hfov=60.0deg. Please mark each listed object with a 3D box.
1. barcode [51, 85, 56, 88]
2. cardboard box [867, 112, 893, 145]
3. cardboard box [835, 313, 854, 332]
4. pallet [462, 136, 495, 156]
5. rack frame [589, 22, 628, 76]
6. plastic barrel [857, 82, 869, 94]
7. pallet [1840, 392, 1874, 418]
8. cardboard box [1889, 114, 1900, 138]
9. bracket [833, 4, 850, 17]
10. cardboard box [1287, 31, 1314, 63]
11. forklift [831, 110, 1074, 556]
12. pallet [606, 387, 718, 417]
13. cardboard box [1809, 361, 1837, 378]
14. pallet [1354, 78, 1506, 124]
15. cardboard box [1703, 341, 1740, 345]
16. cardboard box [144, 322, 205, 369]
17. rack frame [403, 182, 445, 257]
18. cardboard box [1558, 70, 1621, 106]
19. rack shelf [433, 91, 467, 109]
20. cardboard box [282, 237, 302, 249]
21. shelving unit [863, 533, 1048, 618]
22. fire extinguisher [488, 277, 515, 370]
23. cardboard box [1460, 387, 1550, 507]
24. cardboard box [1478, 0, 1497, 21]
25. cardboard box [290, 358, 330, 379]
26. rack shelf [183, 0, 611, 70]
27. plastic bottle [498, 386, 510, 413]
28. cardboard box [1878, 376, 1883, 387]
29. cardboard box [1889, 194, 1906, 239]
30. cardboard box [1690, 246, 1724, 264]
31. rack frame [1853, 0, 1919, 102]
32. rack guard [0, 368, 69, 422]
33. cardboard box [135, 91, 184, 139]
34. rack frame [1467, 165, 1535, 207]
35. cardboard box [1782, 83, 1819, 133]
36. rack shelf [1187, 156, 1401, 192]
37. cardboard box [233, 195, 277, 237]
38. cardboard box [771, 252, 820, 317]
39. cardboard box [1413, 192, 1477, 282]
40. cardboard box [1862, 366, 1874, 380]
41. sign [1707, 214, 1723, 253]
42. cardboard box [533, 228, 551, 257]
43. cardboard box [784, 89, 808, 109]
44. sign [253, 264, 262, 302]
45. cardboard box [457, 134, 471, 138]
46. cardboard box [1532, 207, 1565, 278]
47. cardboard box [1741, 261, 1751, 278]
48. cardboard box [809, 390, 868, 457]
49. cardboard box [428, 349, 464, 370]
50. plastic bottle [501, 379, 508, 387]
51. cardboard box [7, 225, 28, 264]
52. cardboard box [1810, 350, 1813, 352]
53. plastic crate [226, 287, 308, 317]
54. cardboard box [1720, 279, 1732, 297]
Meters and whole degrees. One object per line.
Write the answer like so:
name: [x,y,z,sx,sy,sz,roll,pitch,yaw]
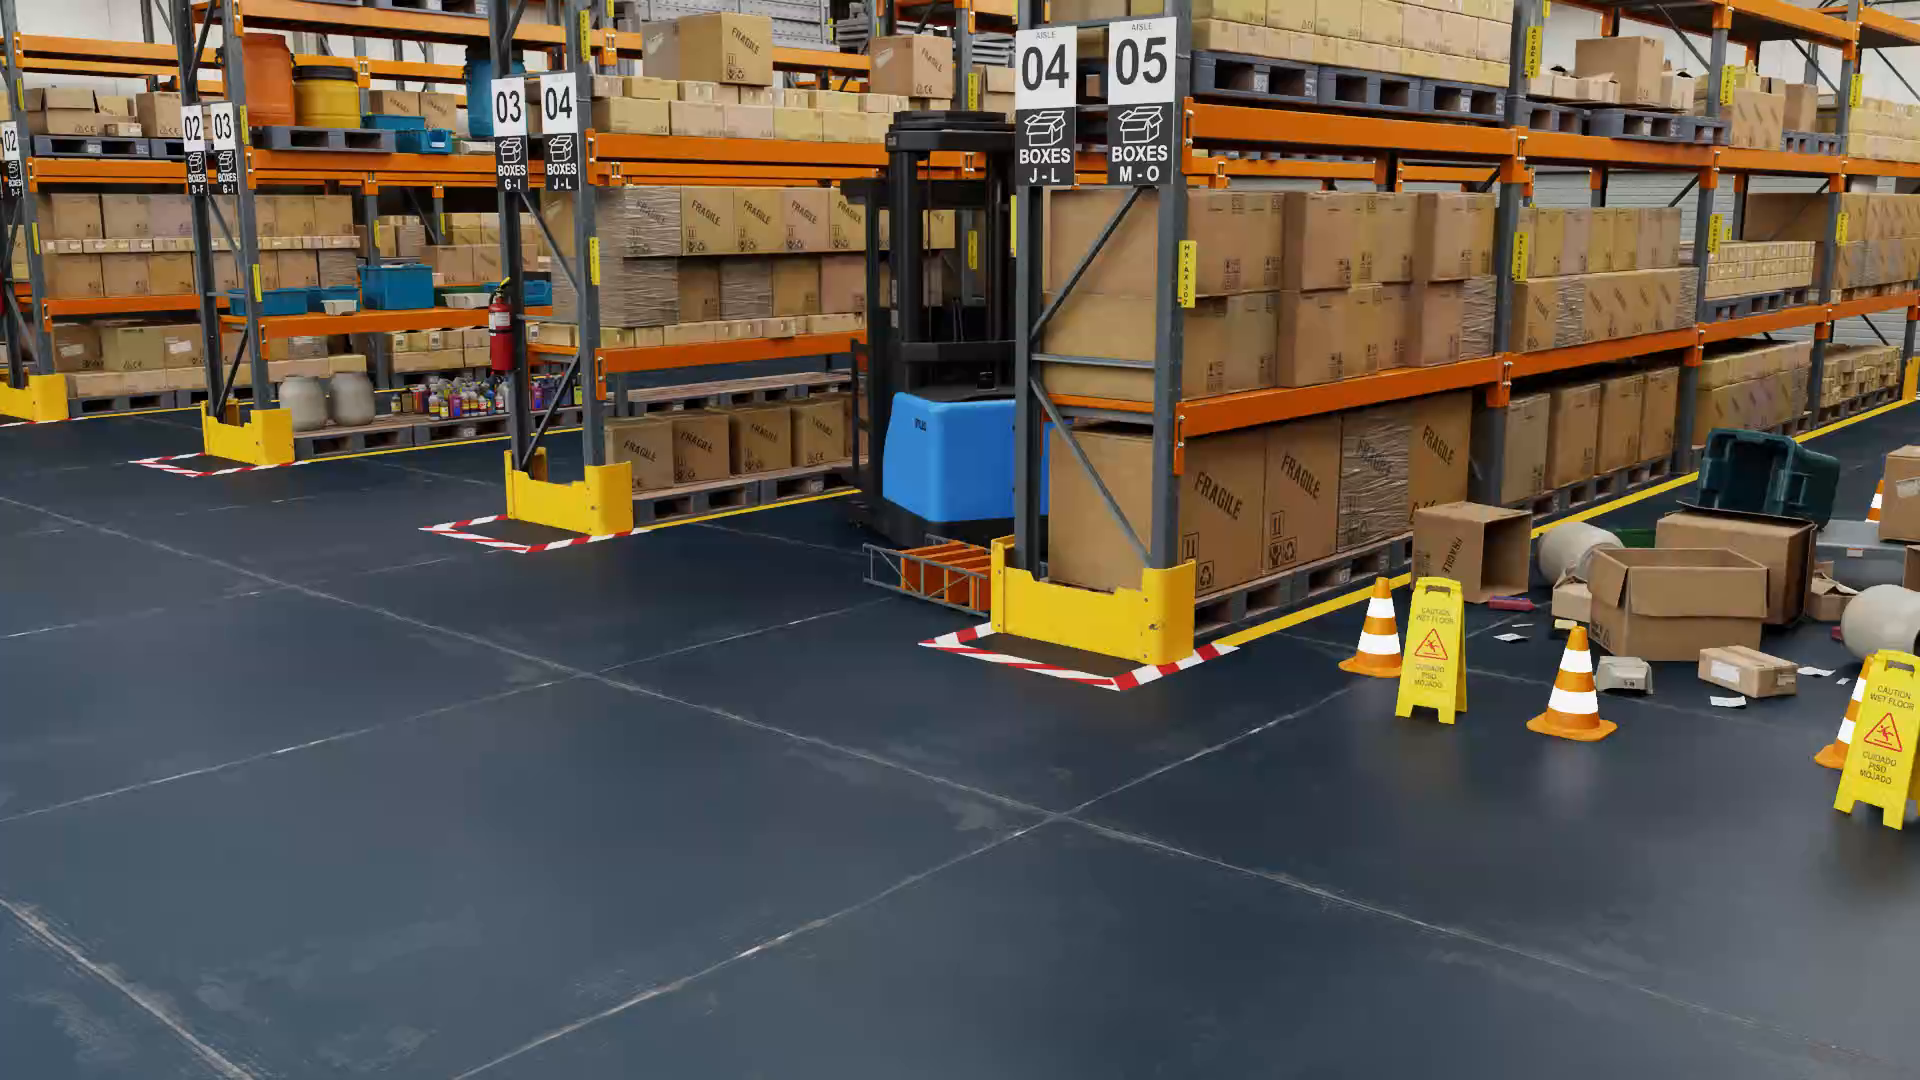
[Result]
barcode: [-12.709,-6.348,23.325,0.001,0.075,0.075,10,15,40]
cardboard box: [-0.764,-3.394,13.769,0.500,0.250,0.500,10,15,42]
cardboard box: [-1.090,-1.802,13.718,0.380,0.149,0.250,10,15,40]
pallet: [-4.430,-4.073,17.267,1.213,0.211,1.003,10,15,40]
rack frame: [-5.105,-6.984,23.705,1.000,3.000,0.127,10,15,40]
plastic barrel: [-1.010,-5.372,21.123,0.600,0.830,0.708,10,15,40]
pallet: [9.855,-1.610,19.232,1.003,0.211,1.213,10,15,40]
cardboard box: [10.142,-4.601,18.536,0.500,0.250,0.500,9,14,38]
bracket: [-2.422,-10.969,34.463,0.235,0.232,0.430,10,15,40]
cardboard box: [1.680,-2.651,8.984,0.380,0.149,0.250,10,15,41]
forklift: [-0.214,-1.552,11.999,1.130,2.935,3.031,-4,12,-20]
pallet: [-3.538,-1.566,19.014,1.003,0.211,1.213,10,15,40]
cardboard box: [9.243,-1.850,18.003,0.380,0.149,0.250,11,16,43]
pallet: [2.805,-2.825,10.765,1.003,0.211,1.213,10,15,40]
cardboard box: [7.597,-1.888,16.902,0.500,0.250,0.500,10,15,42]
cardboard box: [-9.216,-2.290,19.552,0.500,0.500,0.500,10,15,40]
rack frame: [-8.828,-4.682,27.497,1.000,3.000,0.127,10,15,40]
cardboard box: [4.747,-3.424,12.555,0.396,0.266,0.258,10,15,40]
rack shelf: [-7.508,-7.370,28.492,1.077,0.370,4.000,10,15,40]
cardboard box: [-8.272,-3.640,20.365,0.380,0.149,0.250,10,15,40]
shelving unit: [-0.028,0.199,9.964,0.503,0.258,1.200,-9,14,-38]
fire extinguisher: [-3.369,-1.589,12.206,0.296,0.674,0.183,10,15,40]
cardboard box: [3.695,-0.722,12.341,1.050,0.750,0.750,10,15,40]
cardboard box: [3.183,-3.378,10.586,0.380,0.149,0.250,10,15,40]
cardboard box: [-8.225,-2.143,20.730,0.500,0.250,0.500,10,15,40]
rack shelf: [-5.347,-4.912,16.186,1.077,0.370,4.000,10,15,40]
plastic bottle: [-4.686,-1.462,17.203,0.152,0.276,0.135,10,15,41]
cardboard box: [10.750,-1.907,19.807,0.380,0.149,0.250,10,15,40]
cardboard box: [10.488,-3.716,19.088,0.500,0.500,0.500,11,16,43]
cardboard box: [6.619,-2.562,14.932,0.380,0.149,0.250,9,15,39]
rack frame: [11.274,-6.224,19.898,1.000,3.000,0.127,10,15,40]
rack guard: [-10.402,-1.636,18.627,1.175,0.500,0.348,10,15,40]
cardboard box: [-9.084,-4.869,19.088,0.500,0.500,0.500,10,15,40]
rack frame: [7.615,-3.938,23.770,1.000,3.000,0.127,10,15,40]
cardboard box: [8.301,-4.378,16.986,0.700,0.500,0.500,10,15,40]
rack shelf: [3.654,-4.174,19.127,1.077,0.370,4.000,10,15,40]
cardboard box: [-8.697,-3.925,20.137,0.700,0.500,0.500,10,15,40]
cardboard box: [-1.622,-2.086,13.480,0.875,0.500,0.500,10,15,40]
cardboard box: [2.807,-1.974,10.795,0.875,0.550,0.550,10,15,40]
cardboard box: [10.283,-1.931,19.170,0.380,0.149,0.250,11,16,43]
sign: [6.412,-2.602,14.122,0.100,0.325,0.005,10,15,40]
cardboard box: [-7.297,-5.152,28.781,0.500,0.500,0.500,10,15,42]
cardboard box: [-1.414,-3.458,13.071,0.380,0.149,0.250,9,14,38]
sign: [-6.257,-2.289,14.804,0.100,0.325,0.005,10,15,40]
cardboard box: [-6.437,-5.331,22.395,0.500,0.250,0.500,8,14,36]
cardboard box: [4.014,-2.206,12.288,0.700,0.500,0.500,9,15,39]
cardboard box: [7.145,-2.532,15.542,0.380,0.149,0.250,10,15,40]
cardboard box: [-0.973,-1.014,14.439,0.500,0.500,0.500,-7,13,-30]
cardboard box: [-6.955,-2.414,22.087,0.500,0.250,0.500,10,15,42]
plastic bottle: [-4.877,-1.589,17.850,0.097,0.271,0.097,0,11,0]
cardboard box: [-12.889,-3.987,22.434,0.500,0.500,0.500,9,14,39]
cardboard box: [9.819,-2.152,19.517,0.380,0.149,0.250,10,15,41]
plastic crate: [-6.562,-2.264,15.768,0.499,0.251,0.616,10,15,40]
cardboard box: [6.795,-2.307,15.171,0.380,0.149,0.250,11,16,43]
